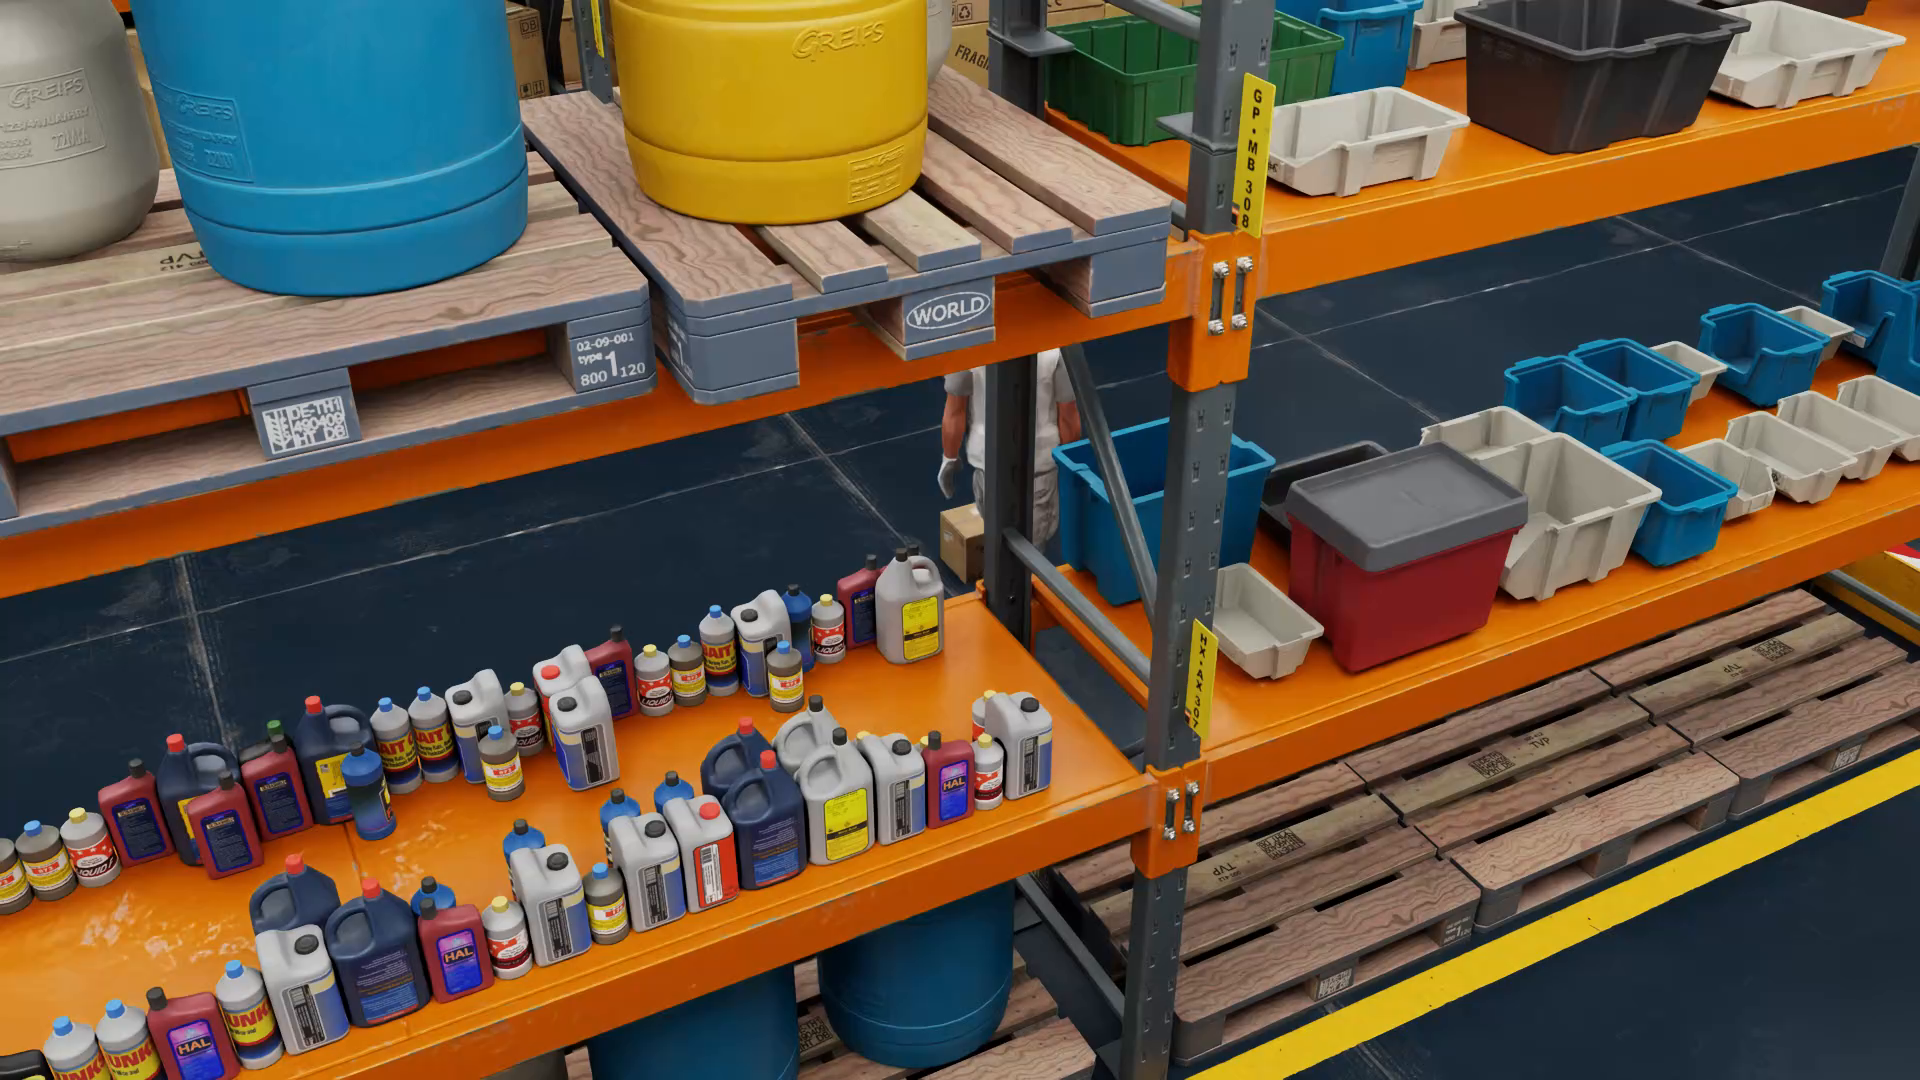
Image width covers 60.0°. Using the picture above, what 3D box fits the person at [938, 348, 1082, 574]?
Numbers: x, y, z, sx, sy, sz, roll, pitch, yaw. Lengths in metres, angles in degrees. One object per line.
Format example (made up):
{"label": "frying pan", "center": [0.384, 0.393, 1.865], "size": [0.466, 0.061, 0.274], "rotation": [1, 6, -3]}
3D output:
{"label": "person", "center": [0.229, -0.365, 6.684], "size": [0.566, 1.777, 0.763], "rotation": [7, 33, 11]}
